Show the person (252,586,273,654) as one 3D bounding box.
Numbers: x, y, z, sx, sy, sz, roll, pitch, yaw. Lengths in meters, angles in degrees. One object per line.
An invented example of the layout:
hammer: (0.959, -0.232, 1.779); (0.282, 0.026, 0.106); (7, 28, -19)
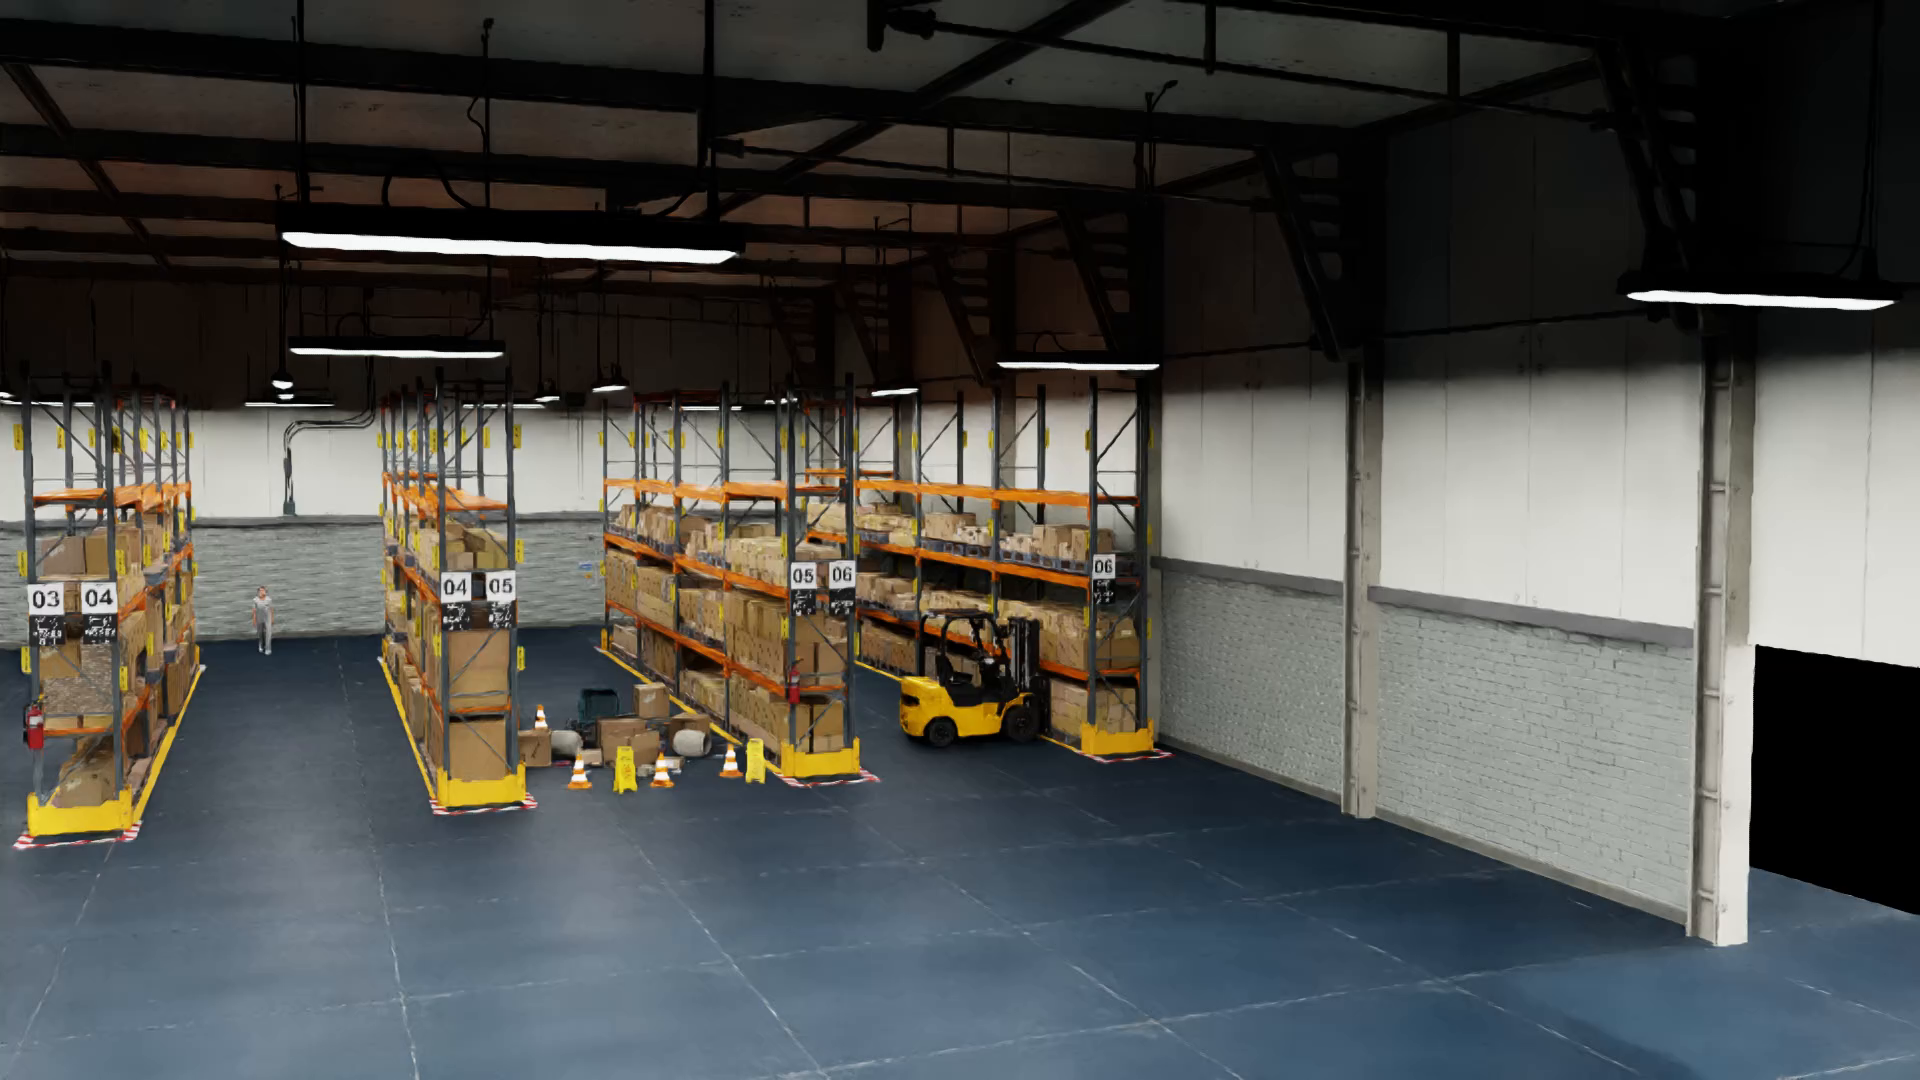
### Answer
person: (-16.299, 1.854, 38.858); (0.446, 1.590, 1.110); (-1, 4, -20)
